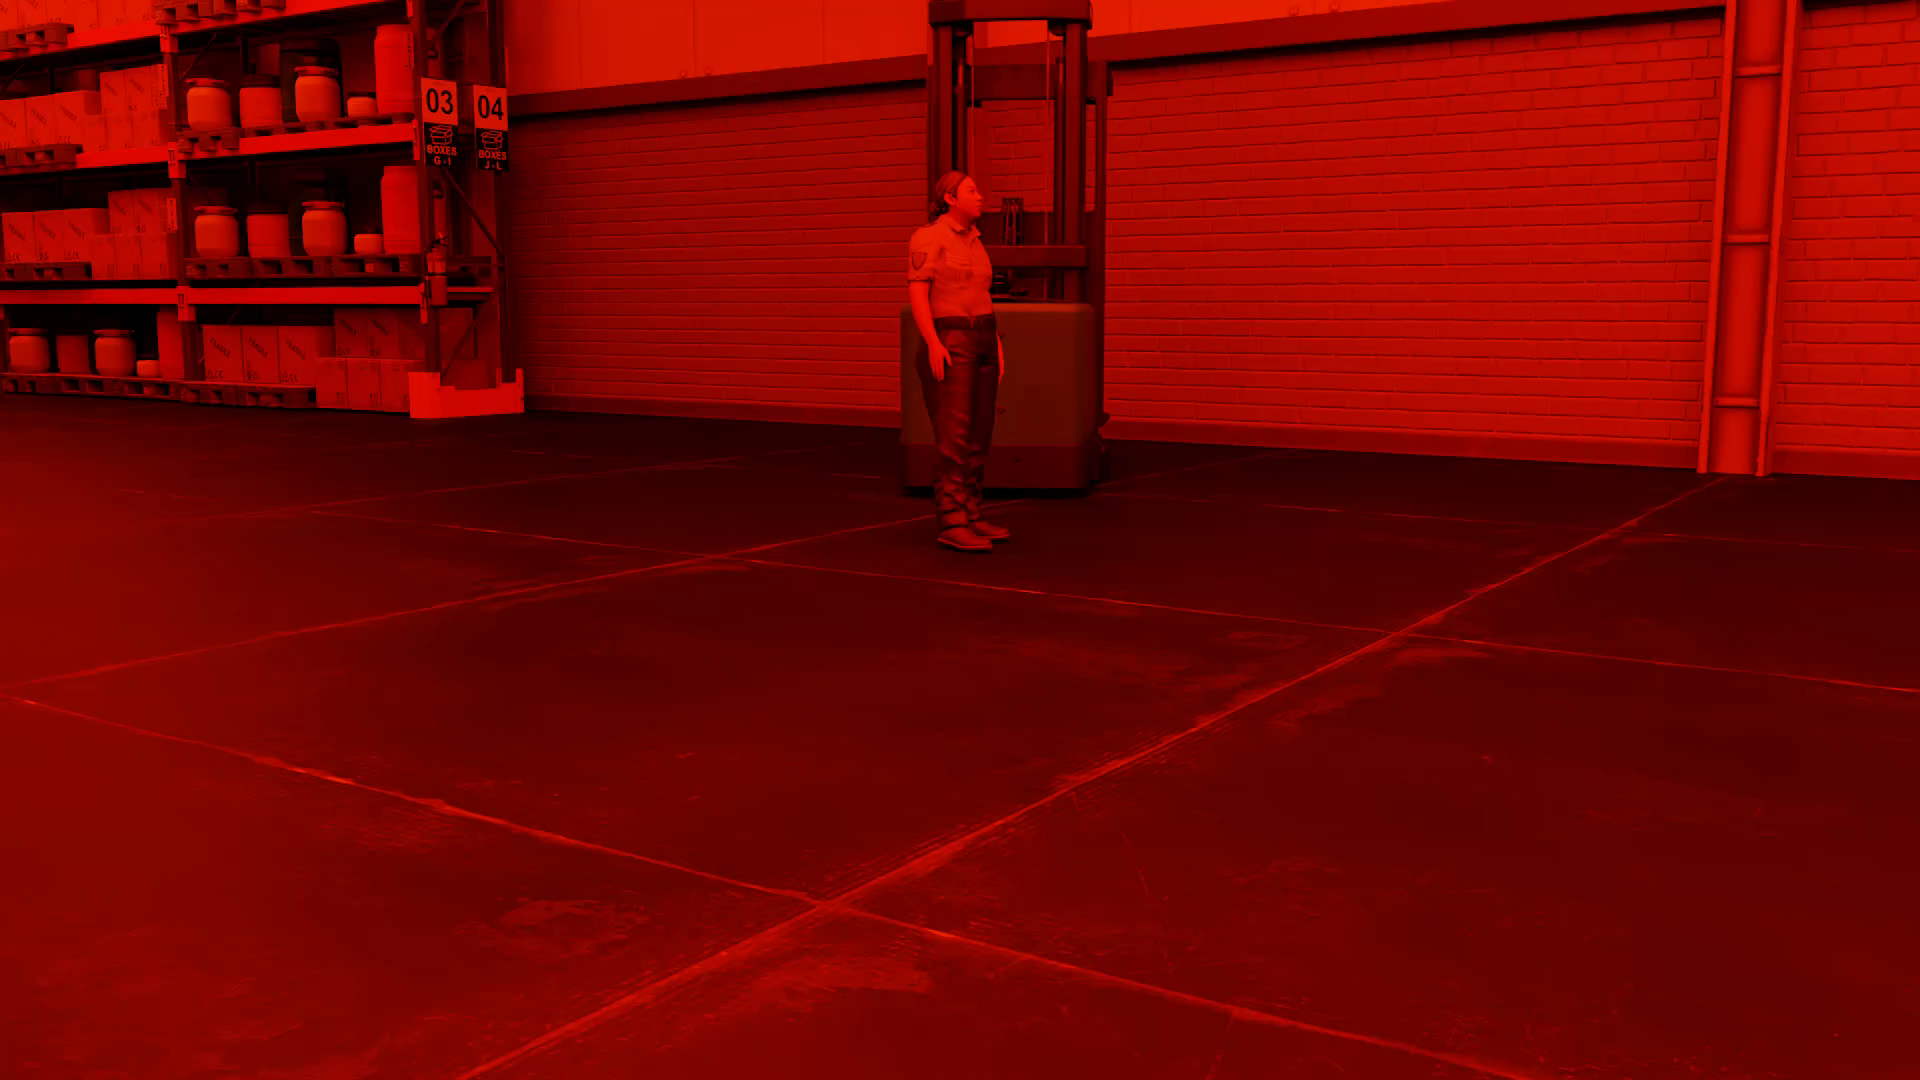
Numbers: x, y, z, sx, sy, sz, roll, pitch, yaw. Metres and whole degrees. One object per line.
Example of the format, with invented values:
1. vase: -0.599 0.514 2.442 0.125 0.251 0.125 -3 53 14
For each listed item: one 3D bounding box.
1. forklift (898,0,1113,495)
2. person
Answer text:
1. forklift: 0.379 -1.877 10.391 1.130 2.935 3.031 1 8 8
2. person: 0.062 -0.812 7.418 0.502 1.651 0.598 5 10 34
